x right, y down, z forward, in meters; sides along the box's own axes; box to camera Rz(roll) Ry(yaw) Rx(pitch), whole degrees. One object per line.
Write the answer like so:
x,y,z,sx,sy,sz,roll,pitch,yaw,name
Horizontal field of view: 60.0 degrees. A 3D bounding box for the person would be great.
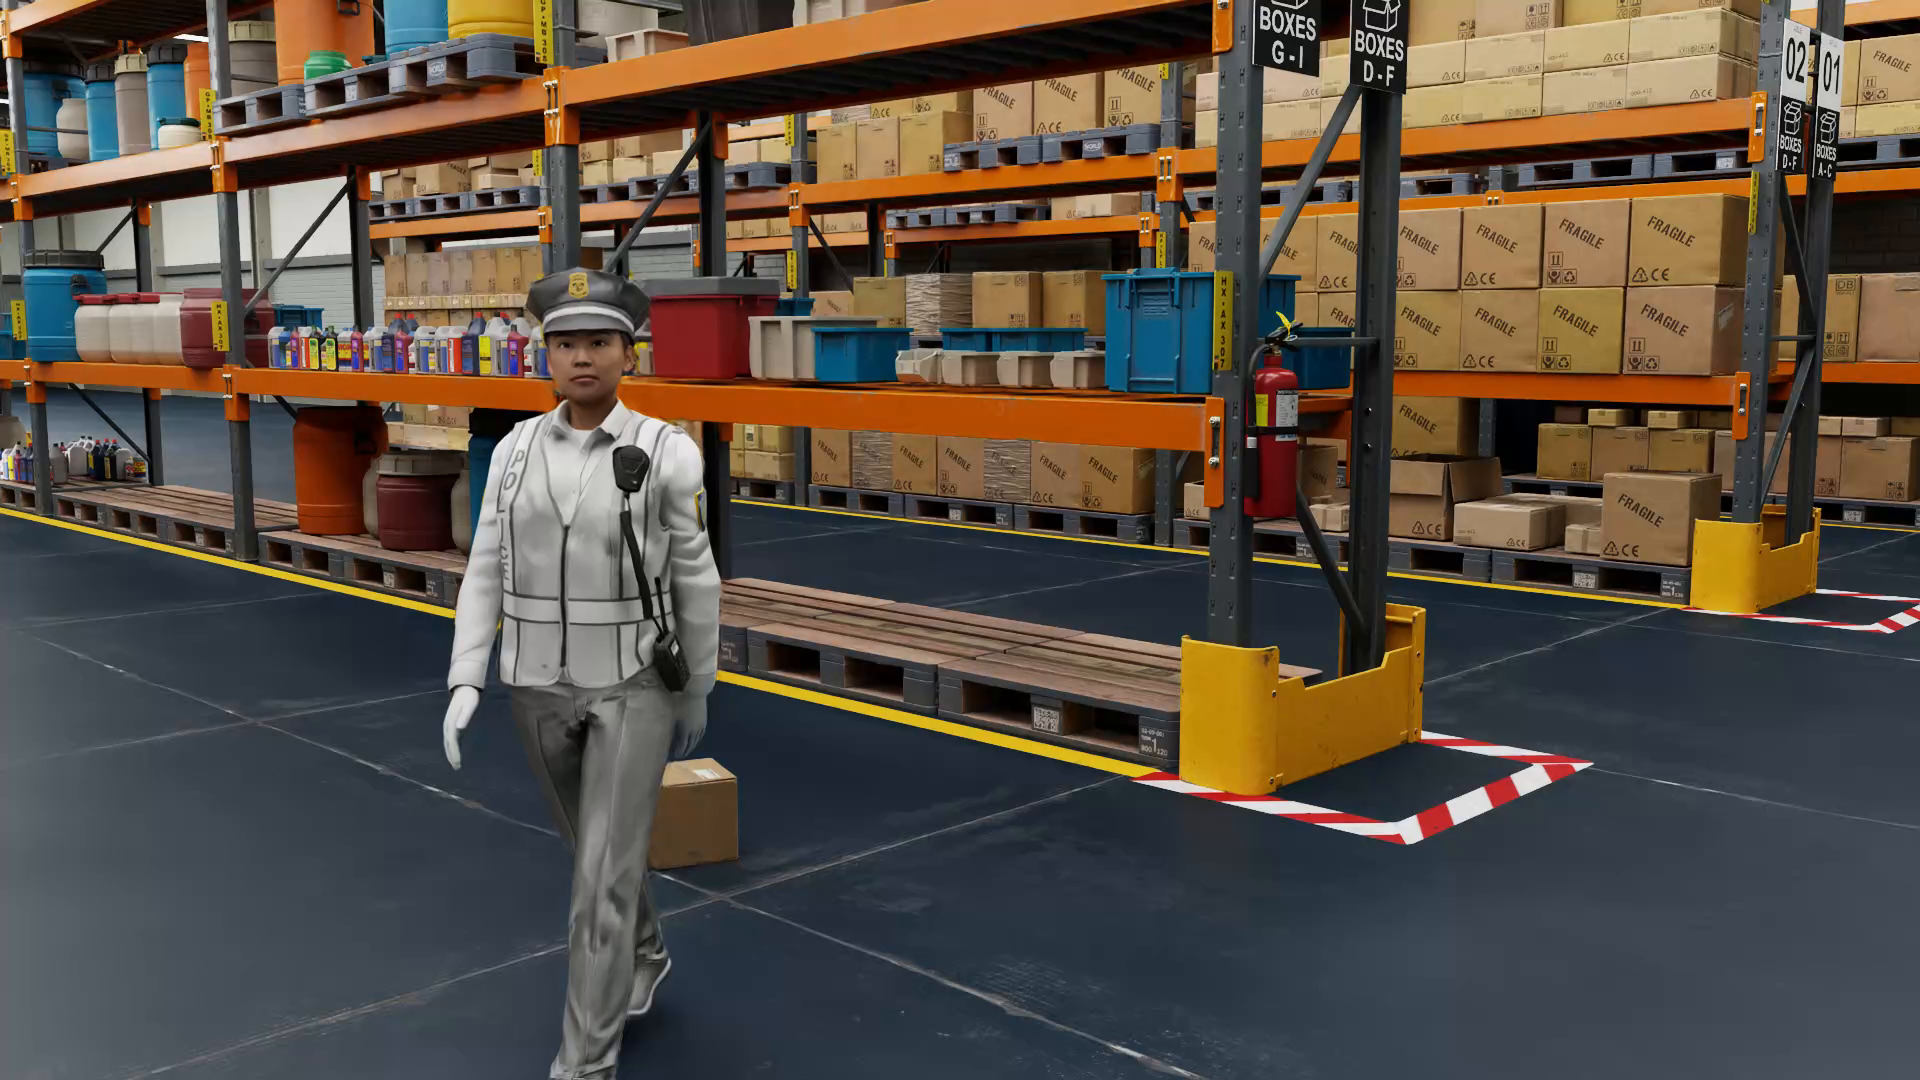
-0.758,0.285,3.285,0.485,1.630,0.987,1,7,11,person
